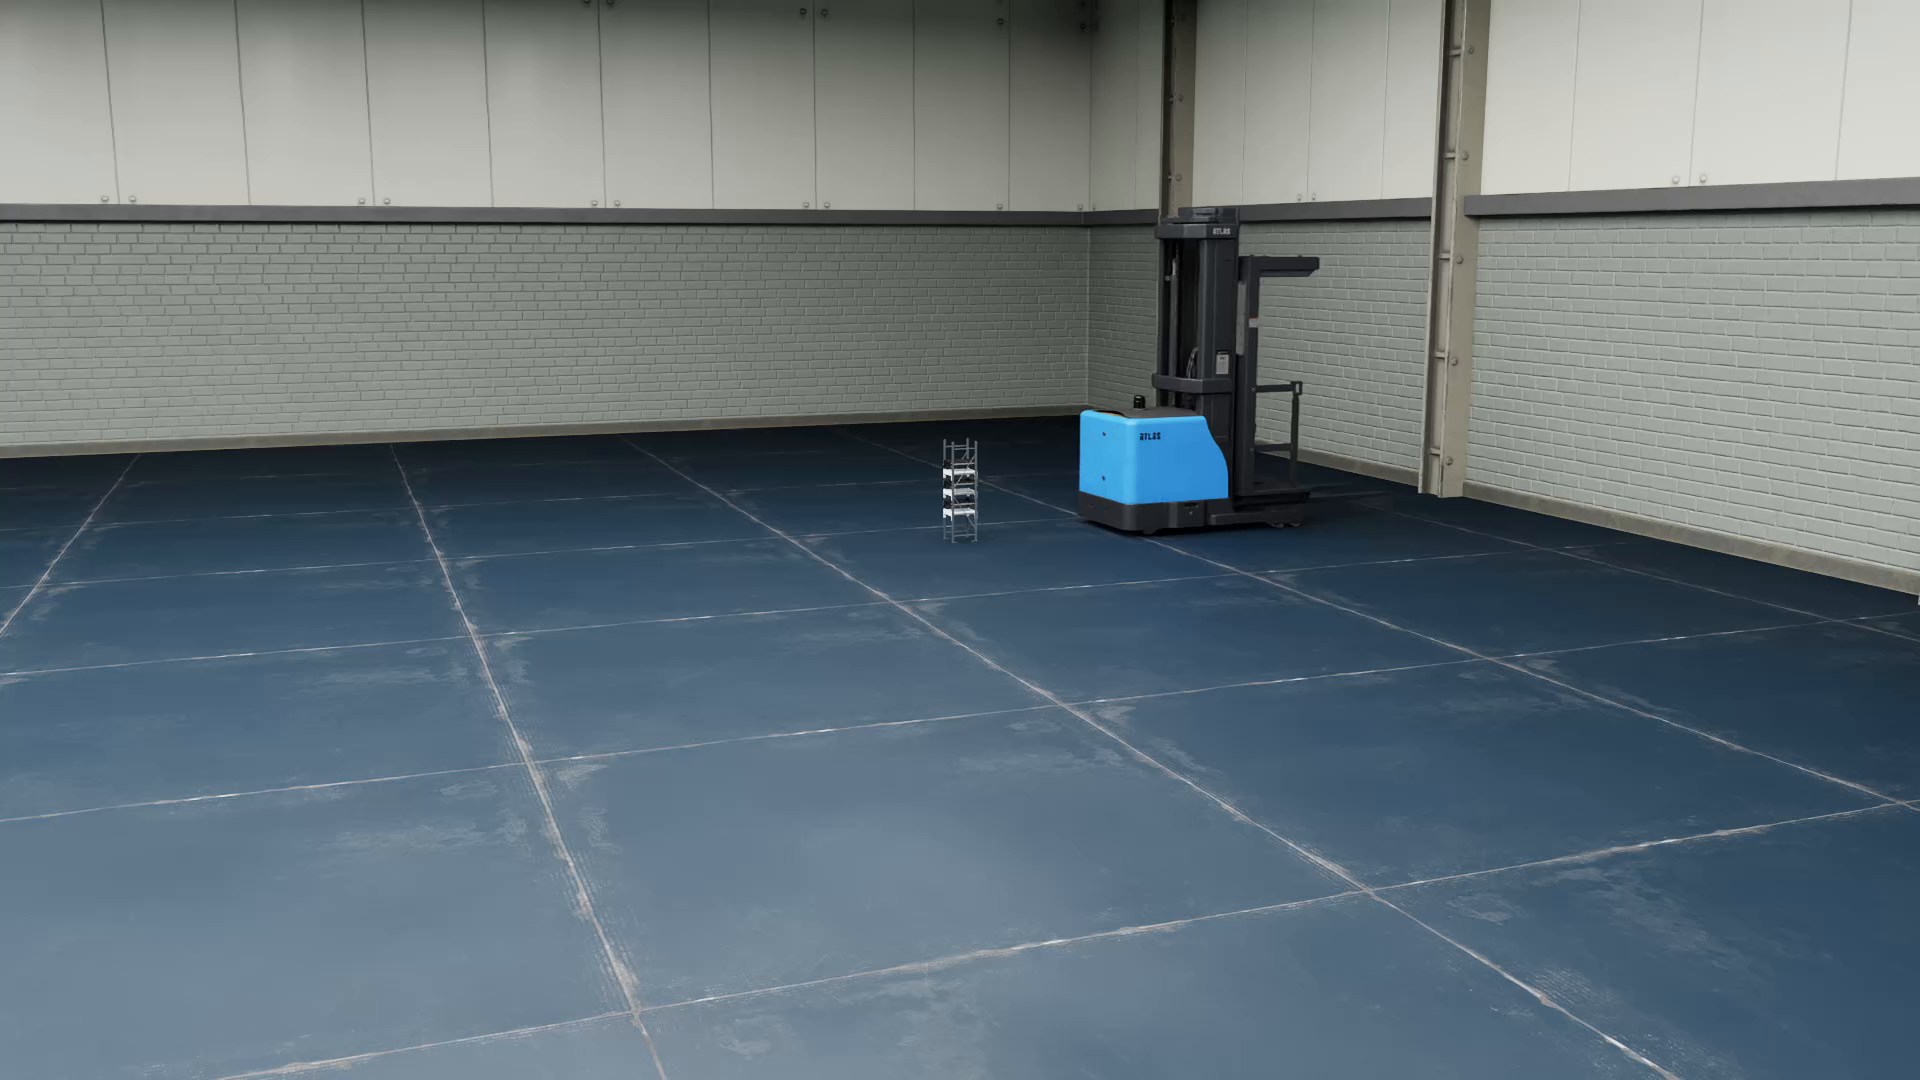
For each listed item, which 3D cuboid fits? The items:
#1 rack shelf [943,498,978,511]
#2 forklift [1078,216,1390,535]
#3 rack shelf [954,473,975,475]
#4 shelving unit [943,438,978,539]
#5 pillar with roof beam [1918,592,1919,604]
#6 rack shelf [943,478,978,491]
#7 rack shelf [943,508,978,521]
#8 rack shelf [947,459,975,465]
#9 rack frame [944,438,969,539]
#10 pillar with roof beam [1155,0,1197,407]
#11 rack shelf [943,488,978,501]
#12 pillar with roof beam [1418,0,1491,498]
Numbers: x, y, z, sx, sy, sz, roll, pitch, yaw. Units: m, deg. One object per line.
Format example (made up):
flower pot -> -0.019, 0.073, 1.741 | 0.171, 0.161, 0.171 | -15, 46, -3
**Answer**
rack shelf -> 0.003, -0.320, 14.855 | 0.258, 0.077, 0.200 | -4, 11, -21
forklift -> 2.685, -1.606, 15.762 | 3.031, 2.867, 1.129 | -4, 11, -23
rack shelf -> 0.003, -0.601, 14.806 | 0.199, 0.015, 0.184 | -4, 11, -21
shelving unit -> 0.002, -0.442, 14.836 | 0.258, 0.900, 0.205 | -4, 11, -21
pillar with roof beam -> 3.267, -3.663, 9.816 | 9.100, 9.000, 0.400 | -4, 11, -21
rack shelf -> 0.003, -0.498, 14.824 | 0.258, 0.077, 0.200 | -4, 11, -21
rack shelf -> 0.003, -0.232, 14.871 | 0.258, 0.077, 0.200 | -4, 11, -21
rack shelf -> 0.003, -0.695, 14.789 | 0.221, 0.026, 0.190 | -4, 11, -21
rack frame -> -0.034, -0.458, 14.927 | 0.240, 0.900, 0.006 | -4, 11, -21
pillar with roof beam -> -1.081, -5.621, 20.827 | 9.100, 9.000, 0.400 | -4, 11, -21
rack shelf -> 0.003, -0.409, 14.840 | 0.258, 0.077, 0.200 | -4, 11, -21
pillar with roof beam -> 1.093, -4.642, 15.321 | 9.100, 9.000, 0.400 | -4, 11, -21
